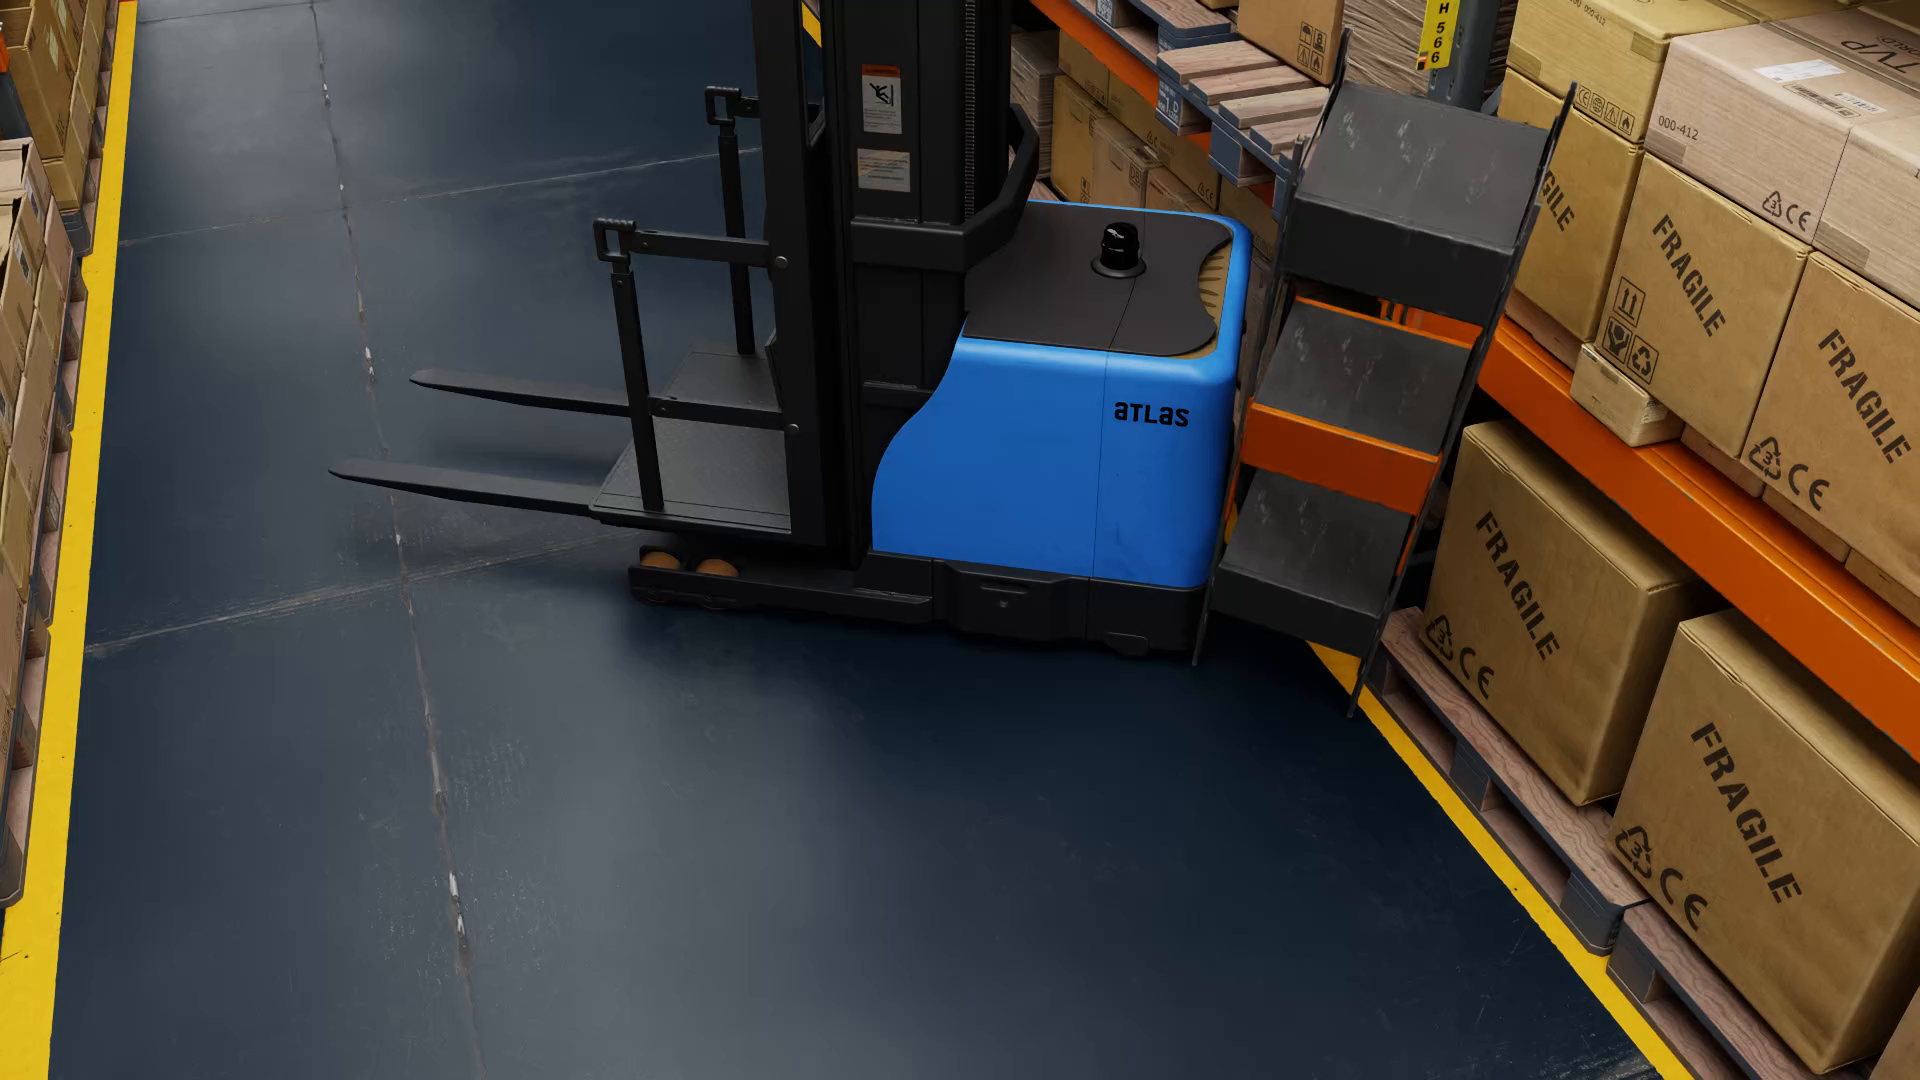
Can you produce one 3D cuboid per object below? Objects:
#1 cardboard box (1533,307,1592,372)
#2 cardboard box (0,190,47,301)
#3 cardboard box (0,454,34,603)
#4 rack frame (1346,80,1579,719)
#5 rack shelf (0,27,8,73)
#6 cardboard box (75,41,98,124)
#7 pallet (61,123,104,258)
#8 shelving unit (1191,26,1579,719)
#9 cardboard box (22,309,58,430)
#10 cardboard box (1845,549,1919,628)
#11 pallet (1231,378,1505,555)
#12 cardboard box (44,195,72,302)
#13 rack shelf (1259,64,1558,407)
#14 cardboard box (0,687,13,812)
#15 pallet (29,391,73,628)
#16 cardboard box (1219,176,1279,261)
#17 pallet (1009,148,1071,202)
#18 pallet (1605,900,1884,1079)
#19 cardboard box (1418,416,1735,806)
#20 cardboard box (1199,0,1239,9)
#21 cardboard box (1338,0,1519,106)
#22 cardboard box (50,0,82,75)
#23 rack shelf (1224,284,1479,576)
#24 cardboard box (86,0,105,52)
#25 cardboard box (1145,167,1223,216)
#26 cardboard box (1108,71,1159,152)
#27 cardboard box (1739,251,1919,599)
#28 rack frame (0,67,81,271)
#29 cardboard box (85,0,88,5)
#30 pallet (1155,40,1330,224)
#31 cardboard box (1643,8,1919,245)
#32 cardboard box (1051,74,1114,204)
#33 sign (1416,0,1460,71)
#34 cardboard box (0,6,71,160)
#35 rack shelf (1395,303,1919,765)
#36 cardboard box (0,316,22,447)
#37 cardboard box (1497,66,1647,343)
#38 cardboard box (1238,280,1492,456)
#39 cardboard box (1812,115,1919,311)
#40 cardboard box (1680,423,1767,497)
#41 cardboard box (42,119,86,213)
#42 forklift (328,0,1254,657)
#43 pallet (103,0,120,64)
[{"bbox_3d":[1.681,-0.543,4.170,0.380,0.149,0.250,-12,39,-15],"label":"cardboard box"},{"bbox_3d":[-3.726,-1.077,6.157,0.500,0.311,0.500,-11,38,-15],"label":"cardboard box"},{"bbox_3d":[-3.206,0.012,5.178,0.500,0.250,0.500,-13,39,-17],"label":"cardboard box"},{"bbox_3d":[1.233,-0.215,4.255,0.015,2.100,0.400,18,57,13],"label":"rack frame"},{"bbox_3d":[-3.631,-0.828,4.955,1.077,0.370,4.000,-12,39,-16],"label":"rack shelf"},{"bbox_3d":[-4.529,-2.207,8.123,0.500,0.250,0.500,-12,39,-16],"label":"cardboard box"},{"bbox_3d":[-4.554,-1.590,7.685,1.003,0.211,1.213,-12,39,-16],"label":"pallet"},{"bbox_3d":[1.007,-0.289,4.310,0.503,2.100,0.431,18,57,13],"label":"shelving unit"},{"bbox_3d":[-3.556,-0.566,5.944,0.500,0.250,0.500,-12,39,-15],"label":"cardboard box"},{"bbox_3d":[2.072,0.034,3.404,0.380,0.149,0.250,-12,39,-15],"label":"cardboard box"},{"bbox_3d":[1.439,-0.342,6.028,1.003,0.211,1.213,-12,39,-16],"label":"pallet"},{"bbox_3d":[-3.905,-1.141,6.708,0.500,0.250,0.500,-13,39,-16],"label":"cardboard box"},{"bbox_3d":[0.998,-0.681,3.747,0.480,0.518,0.431,18,57,13],"label":"rack shelf"},{"bbox_3d":[-2.847,0.588,4.413,0.500,0.250,0.500,-13,39,-16],"label":"cardboard box"},{"bbox_3d":[-3.606,-0.033,5.619,1.003,0.211,1.213,-12,39,-16],"label":"pallet"},{"bbox_3d":[1.273,-1.221,5.967,0.500,0.250,0.500,-12,39,-15],"label":"cardboard box"},{"bbox_3d":[0.600,-1.720,7.858,1.003,0.211,1.213,-12,39,-16],"label":"pallet"},{"bbox_3d":[2.323,1.249,3.916,1.003,0.211,1.213,-12,39,-16],"label":"pallet"},{"bbox_3d":[1.837,0.120,4.535,0.750,0.750,0.750,-13,39,-17],"label":"cardboard box"},{"bbox_3d":[1.086,-2.192,5.718,0.700,0.500,0.500,-12,39,-16],"label":"cardboard box"},{"bbox_3d":[1.536,-1.493,4.790,0.700,0.500,0.500,-17,40,-21],"label":"cardboard box"},{"bbox_3d":[-4.529,-2.506,7.897,0.500,0.500,0.500,-12,39,-16],"label":"cardboard box"},{"bbox_3d":[1.008,-0.281,4.322,0.480,0.518,0.431,18,57,13],"label":"rack shelf"},{"bbox_3d":[-4.877,-2.771,8.872,0.500,0.250,0.500,-12,39,-16],"label":"cardboard box"},{"bbox_3d":[1.144,-1.177,6.531,0.700,0.500,0.500,-13,39,-16],"label":"cardboard box"},{"bbox_3d":[0.937,-1.797,6.731,0.500,0.250,0.500,-14,39,-17],"label":"cardboard box"},{"bbox_3d":[1.975,-0.275,3.275,0.500,0.500,0.500,-13,39,-16],"label":"cardboard box"},{"bbox_3d":[-4.319,-2.246,6.238,1.000,3.000,0.127,-12,39,-16],"label":"rack frame"},{"bbox_3d":[-4.874,-3.071,8.647,0.500,0.500,0.500,-12,39,-16],"label":"cardboard box"},{"bbox_3d":[1.362,-1.318,5.165,1.213,0.211,1.003,-12,39,-16],"label":"pallet"},{"bbox_3d":[1.807,-0.867,3.437,0.500,0.250,0.500,-13,39,-17],"label":"cardboard box"},{"bbox_3d":[0.824,-1.757,7.301,0.700,0.500,0.500,-13,39,-17],"label":"cardboard box"},{"bbox_3d":[1.201,-1.327,4.122,0.100,0.325,0.005,-12,39,-16],"label":"sign"},{"bbox_3d":[-4.185,-1.941,7.147,0.500,0.500,0.500,-12,39,-16],"label":"cardboard box"},{"bbox_3d":[2.395,0.404,3.319,1.077,0.370,4.000,-12,39,-16],"label":"rack shelf"},{"bbox_3d":[-3.387,-0.510,5.404,0.500,0.311,0.500,-13,39,-17],"label":"cardboard box"},{"bbox_3d":[1.634,-0.853,4.042,0.500,0.500,0.500,-11,38,-15],"label":"cardboard box"},{"bbox_3d":[1.410,-0.587,5.748,0.700,0.500,0.500,-12,39,-15],"label":"cardboard box"},{"bbox_3d":[1.982,-0.585,3.063,0.500,0.250,0.500,-12,39,-16],"label":"cardboard box"},{"bbox_3d":[1.895,-0.259,3.793,0.380,0.149,0.250,-13,39,-16],"label":"cardboard box"},{"bbox_3d":[-4.194,-1.640,7.370,0.500,0.250,0.500,-12,39,-16],"label":"cardboard box"},{"bbox_3d":[-0.616,-1.245,4.967,3.031,2.935,1.130,7,38,9],"label":"forklift"},{"bbox_3d":[-5.393,-2.968,9.515,1.003,0.211,1.213,-12,39,-16],"label":"pallet"}]
